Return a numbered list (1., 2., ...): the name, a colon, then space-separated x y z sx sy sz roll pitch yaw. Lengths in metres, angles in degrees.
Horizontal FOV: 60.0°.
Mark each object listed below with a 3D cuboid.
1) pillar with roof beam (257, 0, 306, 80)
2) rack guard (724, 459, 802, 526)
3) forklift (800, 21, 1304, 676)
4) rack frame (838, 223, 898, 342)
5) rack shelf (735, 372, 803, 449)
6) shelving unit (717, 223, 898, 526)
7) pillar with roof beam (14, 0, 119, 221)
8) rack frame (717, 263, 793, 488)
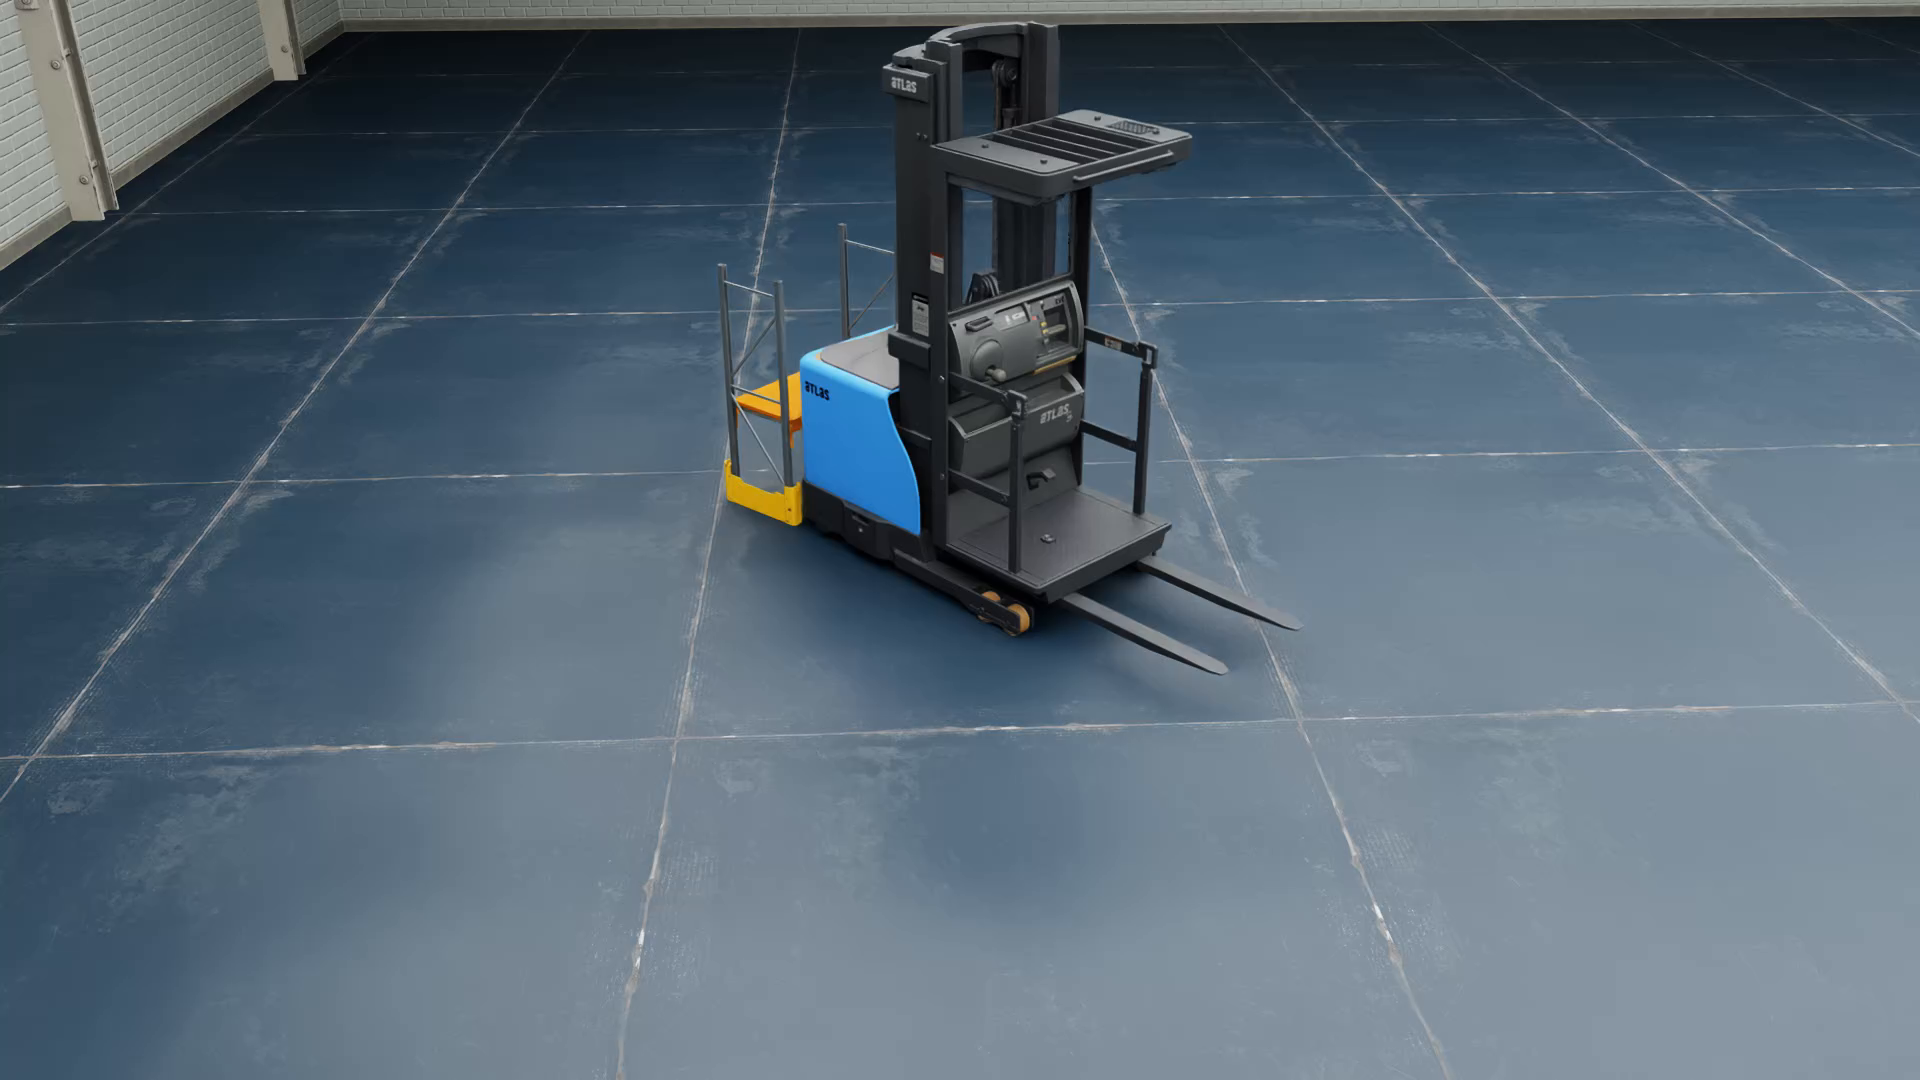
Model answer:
1. pillar with roof beam: -4.142 -9.922 19.043 9.100 9.000 0.400 -1 28 -3
2. rack guard: -1.190 -0.293 10.041 0.587 0.250 0.087 21 34 34
3. forklift: 0.455 -1.062 8.617 1.130 2.935 3.031 -24 36 -38
4. rack frame: -0.546 -1.210 10.448 0.500 1.500 0.032 21 34 34
5. rack shelf: -0.869 -0.869 10.183 0.538 0.185 1.000 21 34 34
6. shelving unit: -0.875 -1.025 10.093 0.587 1.500 1.083 21 34 34
7. pillar with roof beam: -3.828 -7.151 13.730 9.100 9.000 0.400 -1 28 -3
8. rack frame: -1.191 -0.846 9.751 0.500 1.500 0.032 21 34 34
